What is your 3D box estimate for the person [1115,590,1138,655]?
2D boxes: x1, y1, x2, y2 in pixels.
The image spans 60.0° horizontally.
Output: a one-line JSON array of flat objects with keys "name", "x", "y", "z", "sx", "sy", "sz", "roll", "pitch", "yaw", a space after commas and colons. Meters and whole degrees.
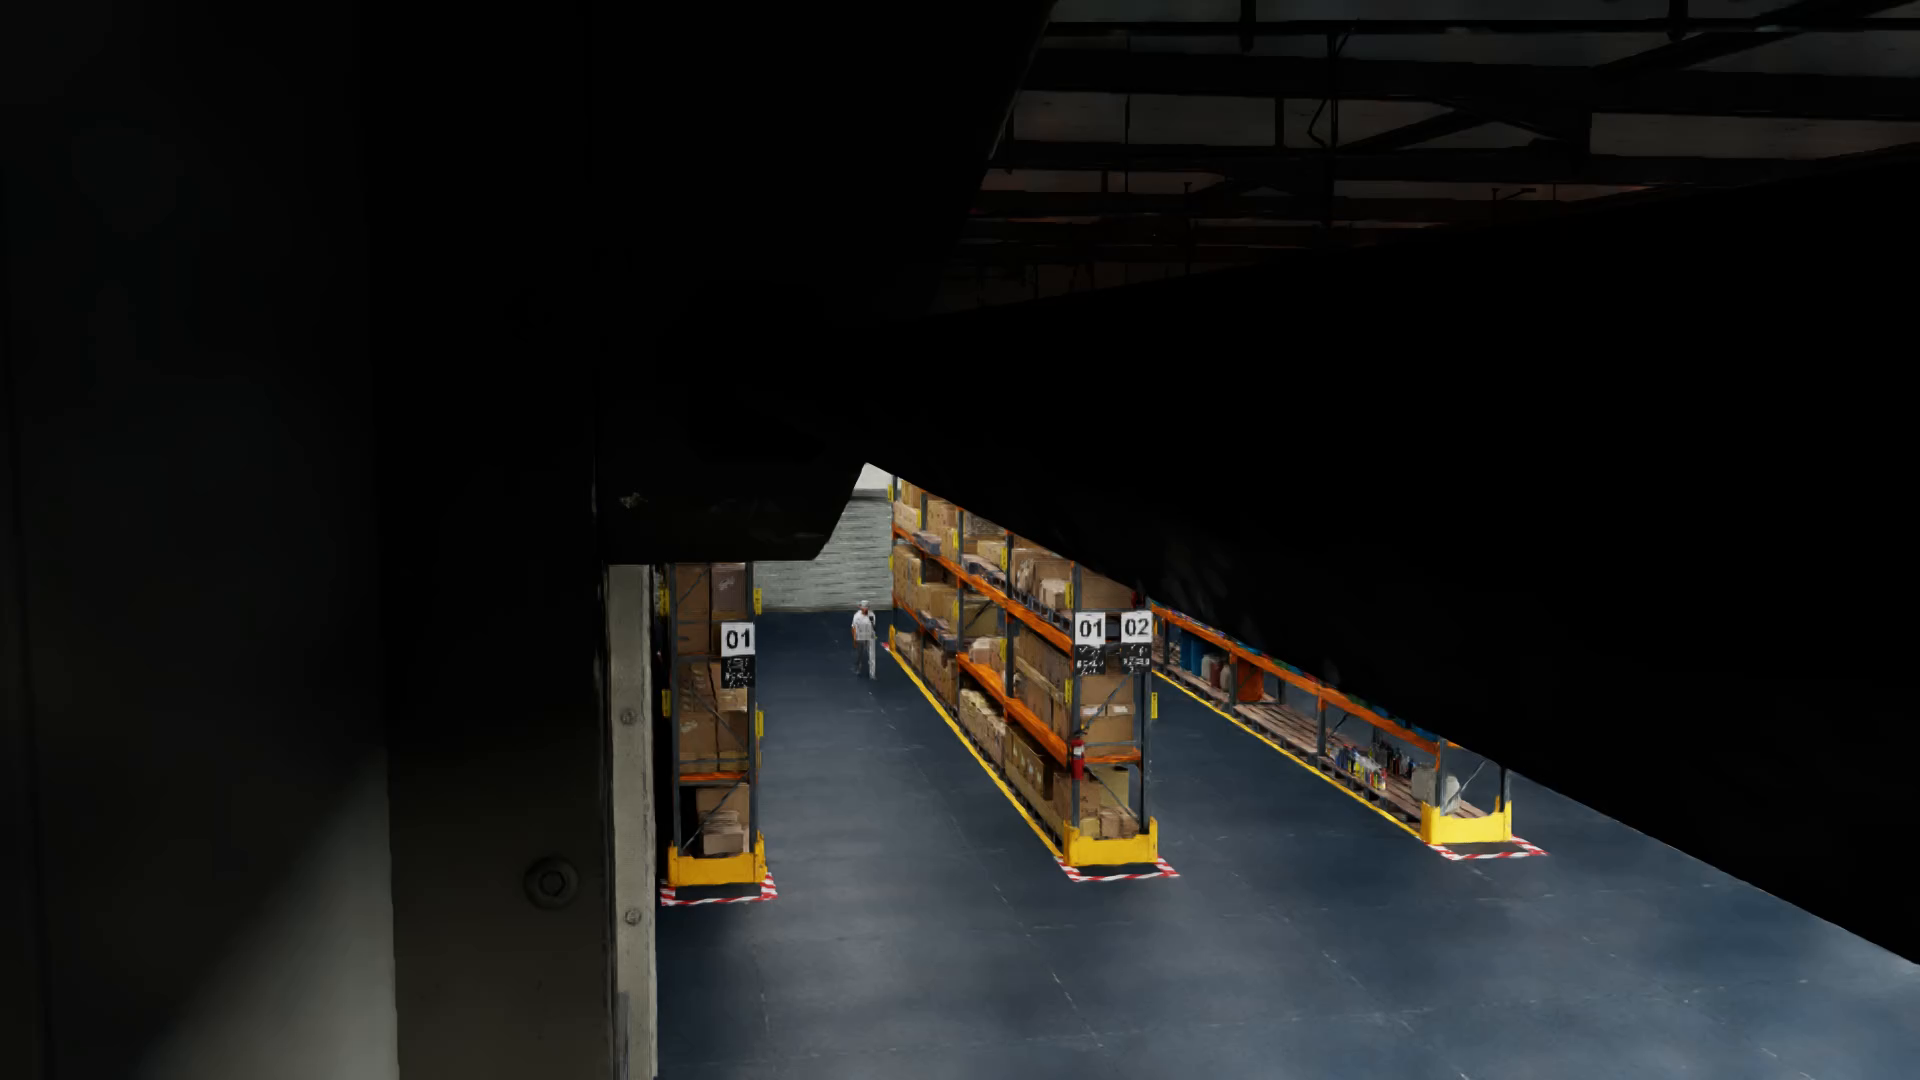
[{"name": "person", "x": 3.593, "y": 1.636, "z": 35.372, "sx": 0.585, "sy": 1.706, "sz": 0.673, "roll": 0, "pitch": 6, "yaw": 4}]

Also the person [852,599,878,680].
[{"name": "person", "x": -1.903, "y": 1.956, "z": 33.118, "sx": 0.497, "sy": 1.578, "sz": 1.090, "roll": -1, "pitch": 6, "yaw": -8}]
